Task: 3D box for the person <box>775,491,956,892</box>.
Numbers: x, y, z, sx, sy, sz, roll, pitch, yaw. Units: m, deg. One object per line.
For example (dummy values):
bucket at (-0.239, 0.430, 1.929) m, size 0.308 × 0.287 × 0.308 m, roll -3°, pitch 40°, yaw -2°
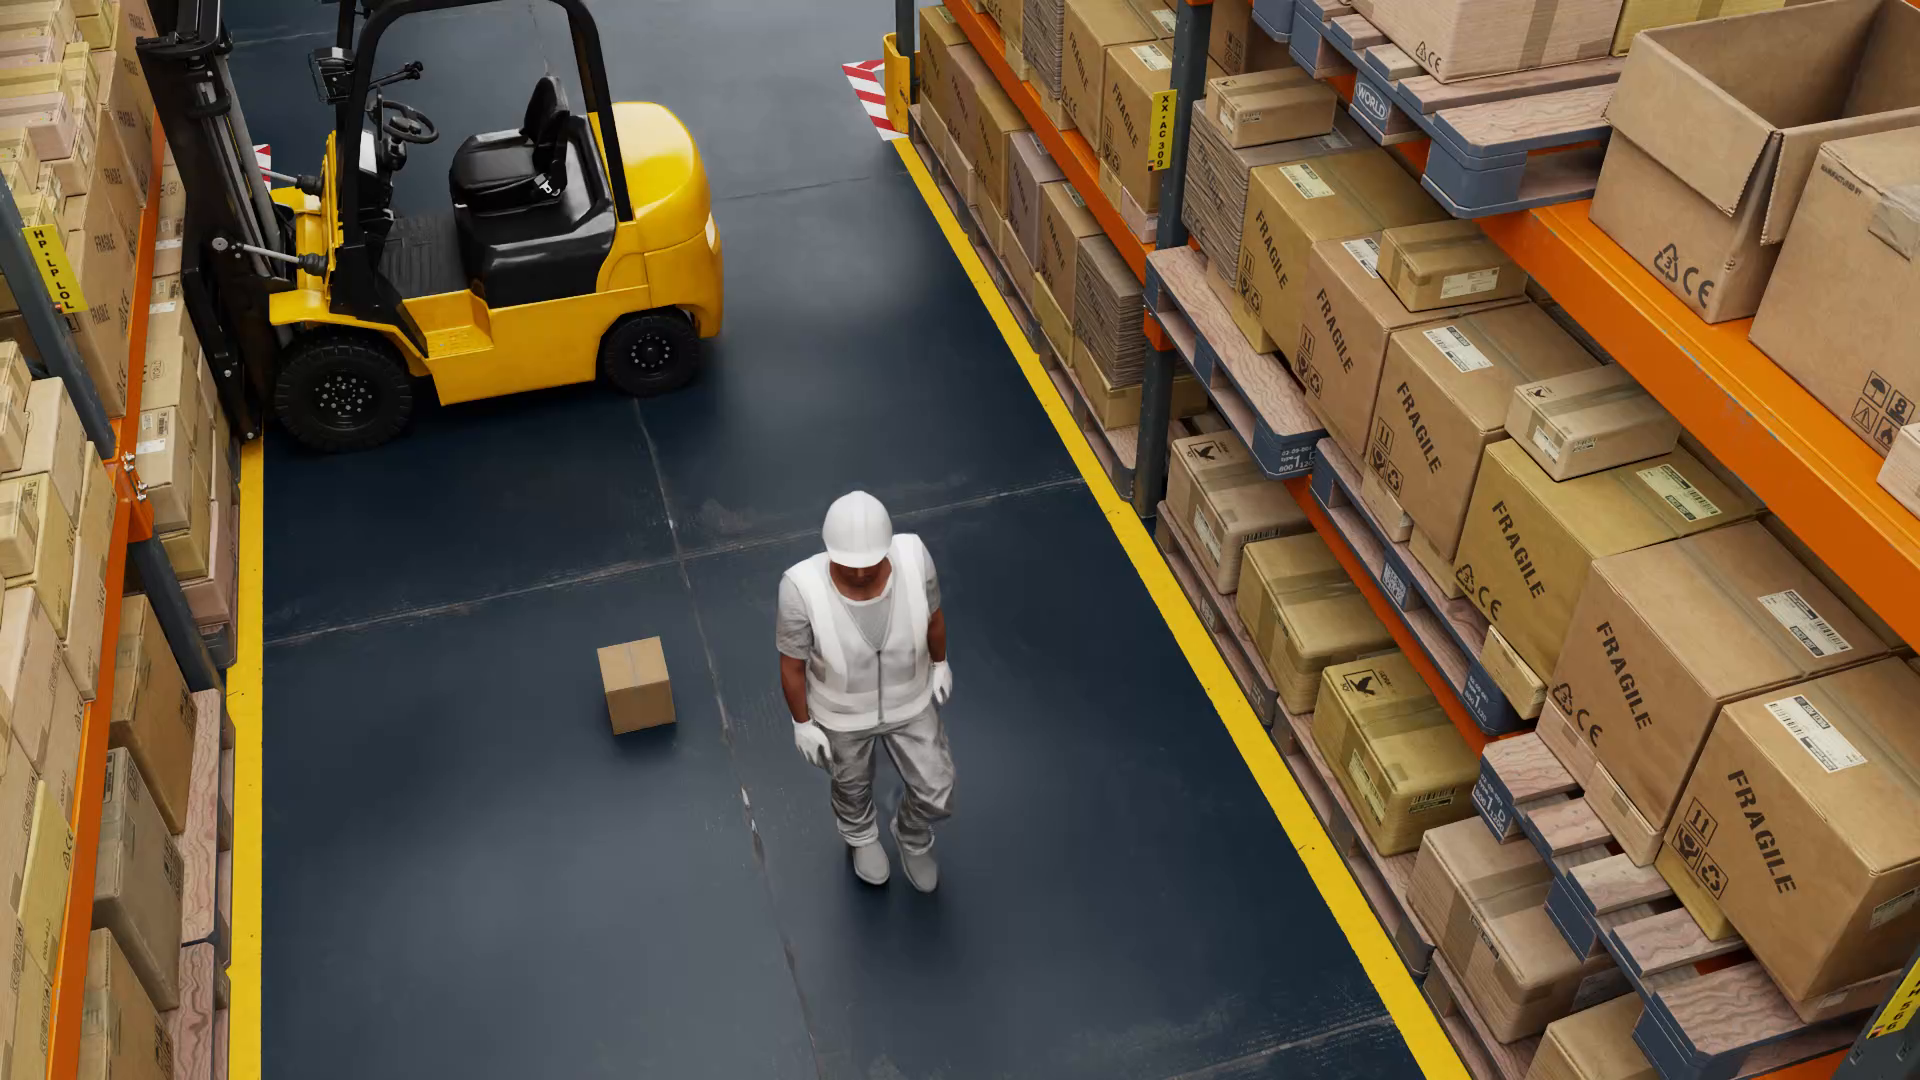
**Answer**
person at (-0.278, 0.571, 5.508) m, size 0.599 × 1.829 × 0.469 m, roll -11°, pitch 43°, yaw -13°
